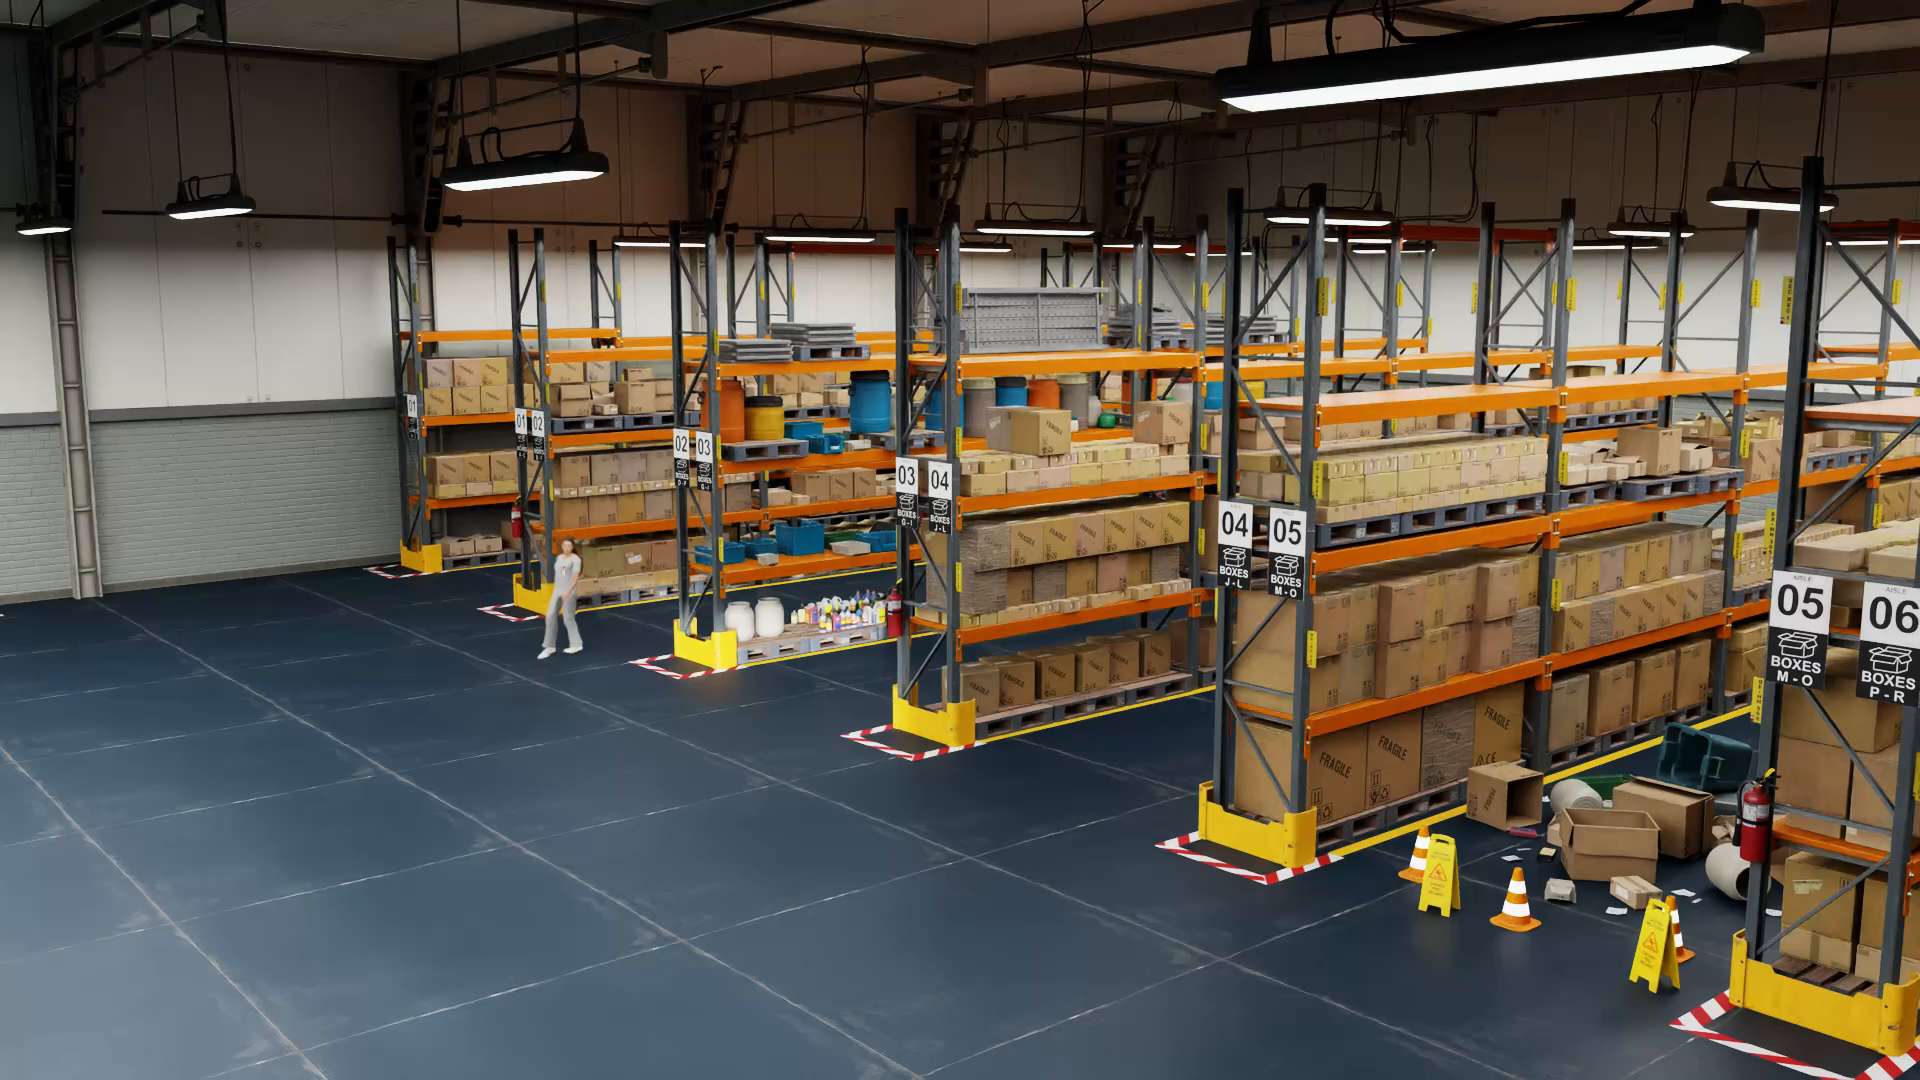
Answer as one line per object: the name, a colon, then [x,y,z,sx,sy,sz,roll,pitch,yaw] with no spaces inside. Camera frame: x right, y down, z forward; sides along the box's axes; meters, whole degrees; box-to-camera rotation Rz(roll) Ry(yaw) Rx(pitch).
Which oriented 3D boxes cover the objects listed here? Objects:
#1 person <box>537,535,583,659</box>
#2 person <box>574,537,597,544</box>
person: [-5.579,0.794,23.227,0.462,1.687,0.690,5,10,27]
person: [0.802,0.866,21.719,19.769,1.915,11.560,3,9,18]
